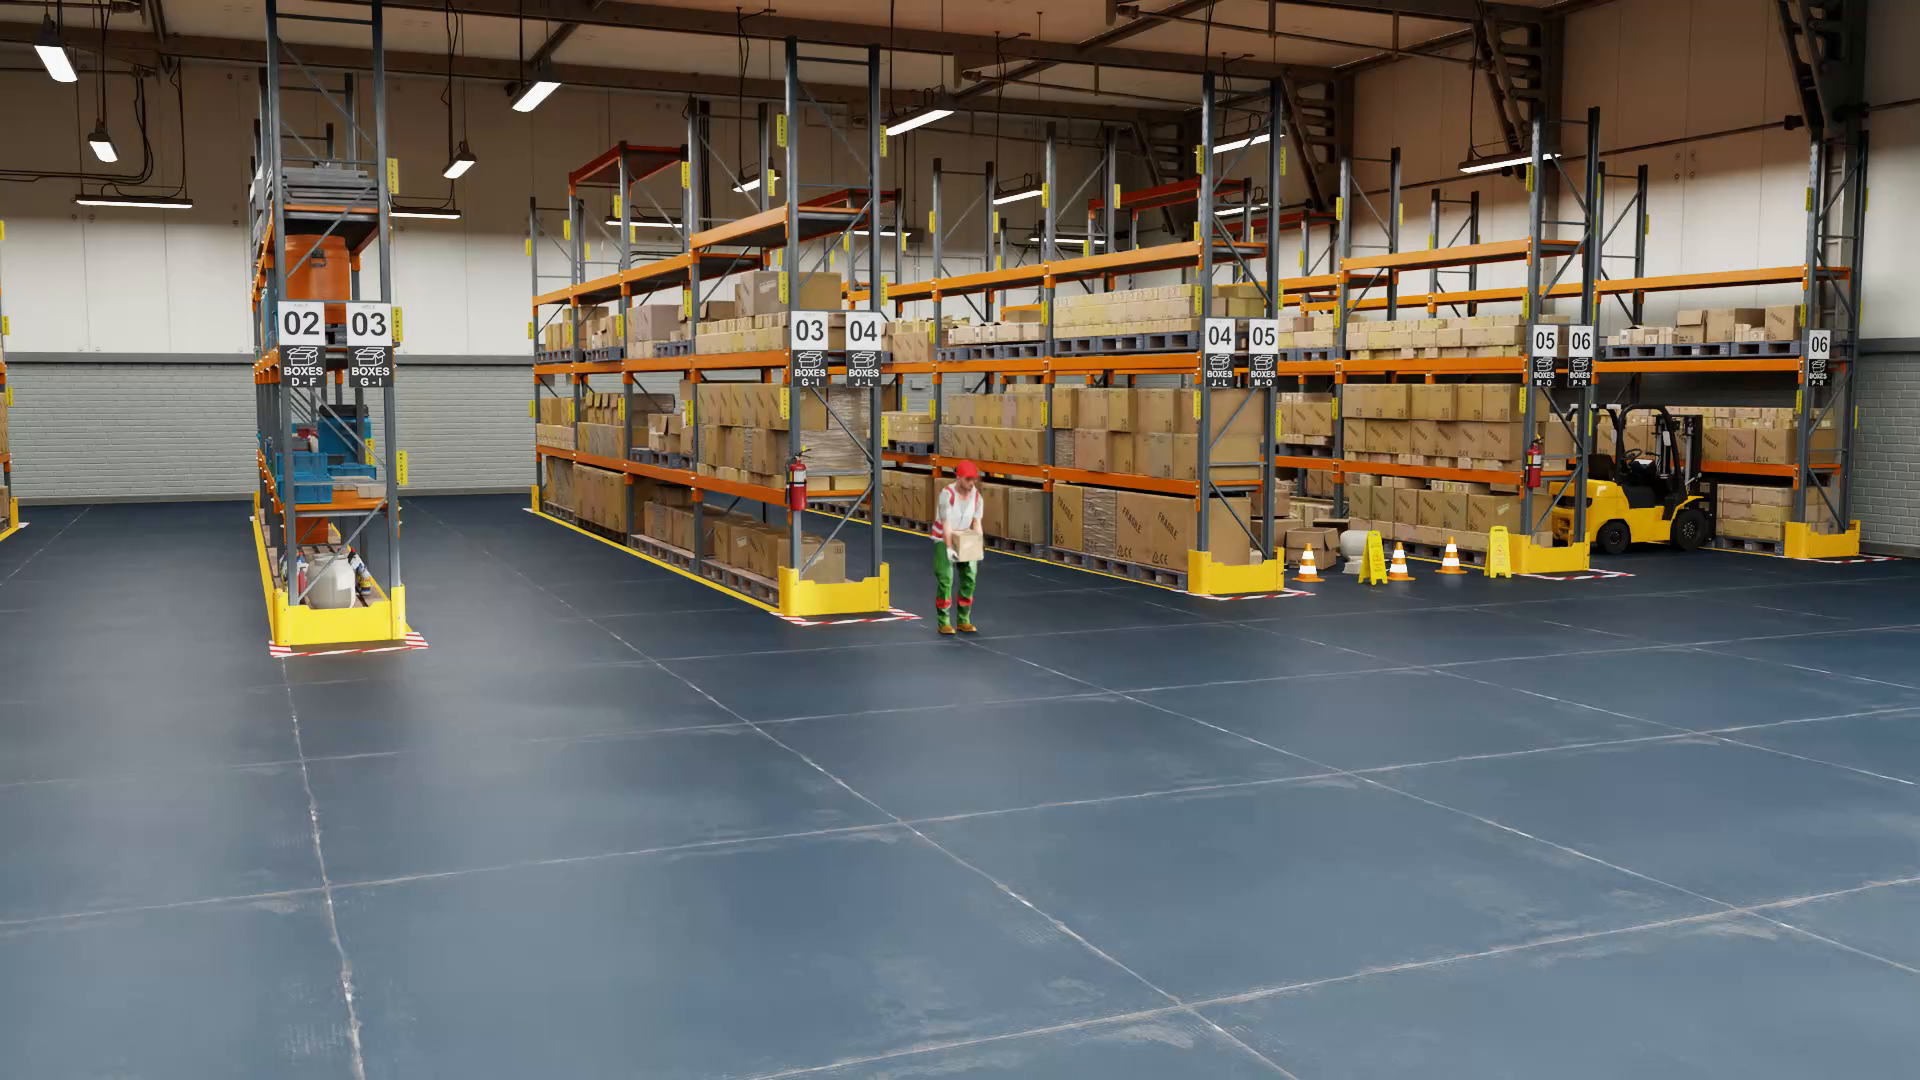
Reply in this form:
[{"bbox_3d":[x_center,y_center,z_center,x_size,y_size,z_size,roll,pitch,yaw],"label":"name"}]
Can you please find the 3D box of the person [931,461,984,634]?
[{"bbox_3d":[-0.006,0.067,16.299,0.483,1.702,0.637,-2,6,-25],"label":"person"}]
